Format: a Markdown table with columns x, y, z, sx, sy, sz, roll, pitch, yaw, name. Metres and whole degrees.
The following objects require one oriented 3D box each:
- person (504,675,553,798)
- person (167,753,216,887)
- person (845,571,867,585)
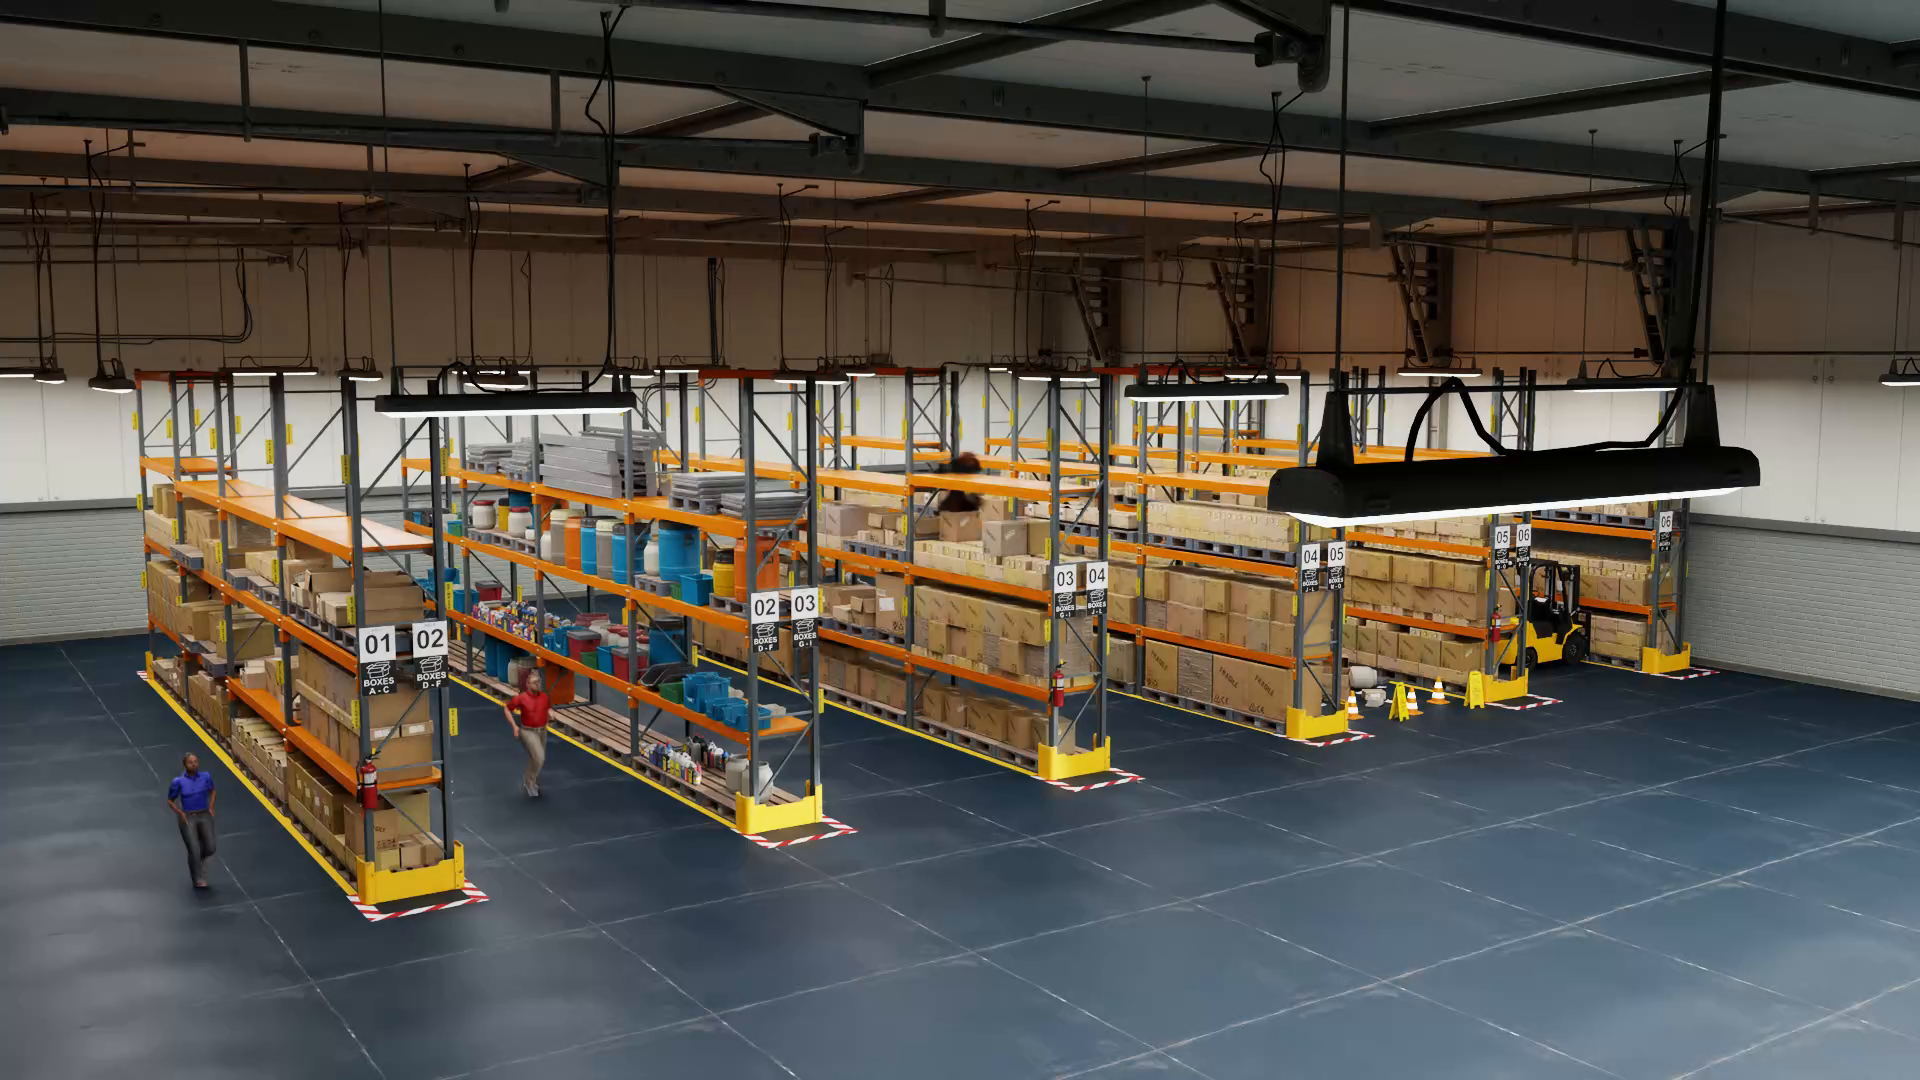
| x | y | z | sx | sy | sz | roll | pitch | yaw | name |
| --- | --- | --- | --- | --- | --- | --- | --- | --- | --- |
| -6.076 | 2.805 | 23.785 | 0.709 | 1.755 | 0.637 | 4 | 8 | 34 | person |
| -9.075 | 3.311 | 19.715 | 0.555 | 1.609 | 0.530 | -5 | 8 | -39 | person |
| -2.729 | 0.666 | 42.608 | 0.889 | 1.763 | 0.696 | -4 | 8 | -31 | person |
